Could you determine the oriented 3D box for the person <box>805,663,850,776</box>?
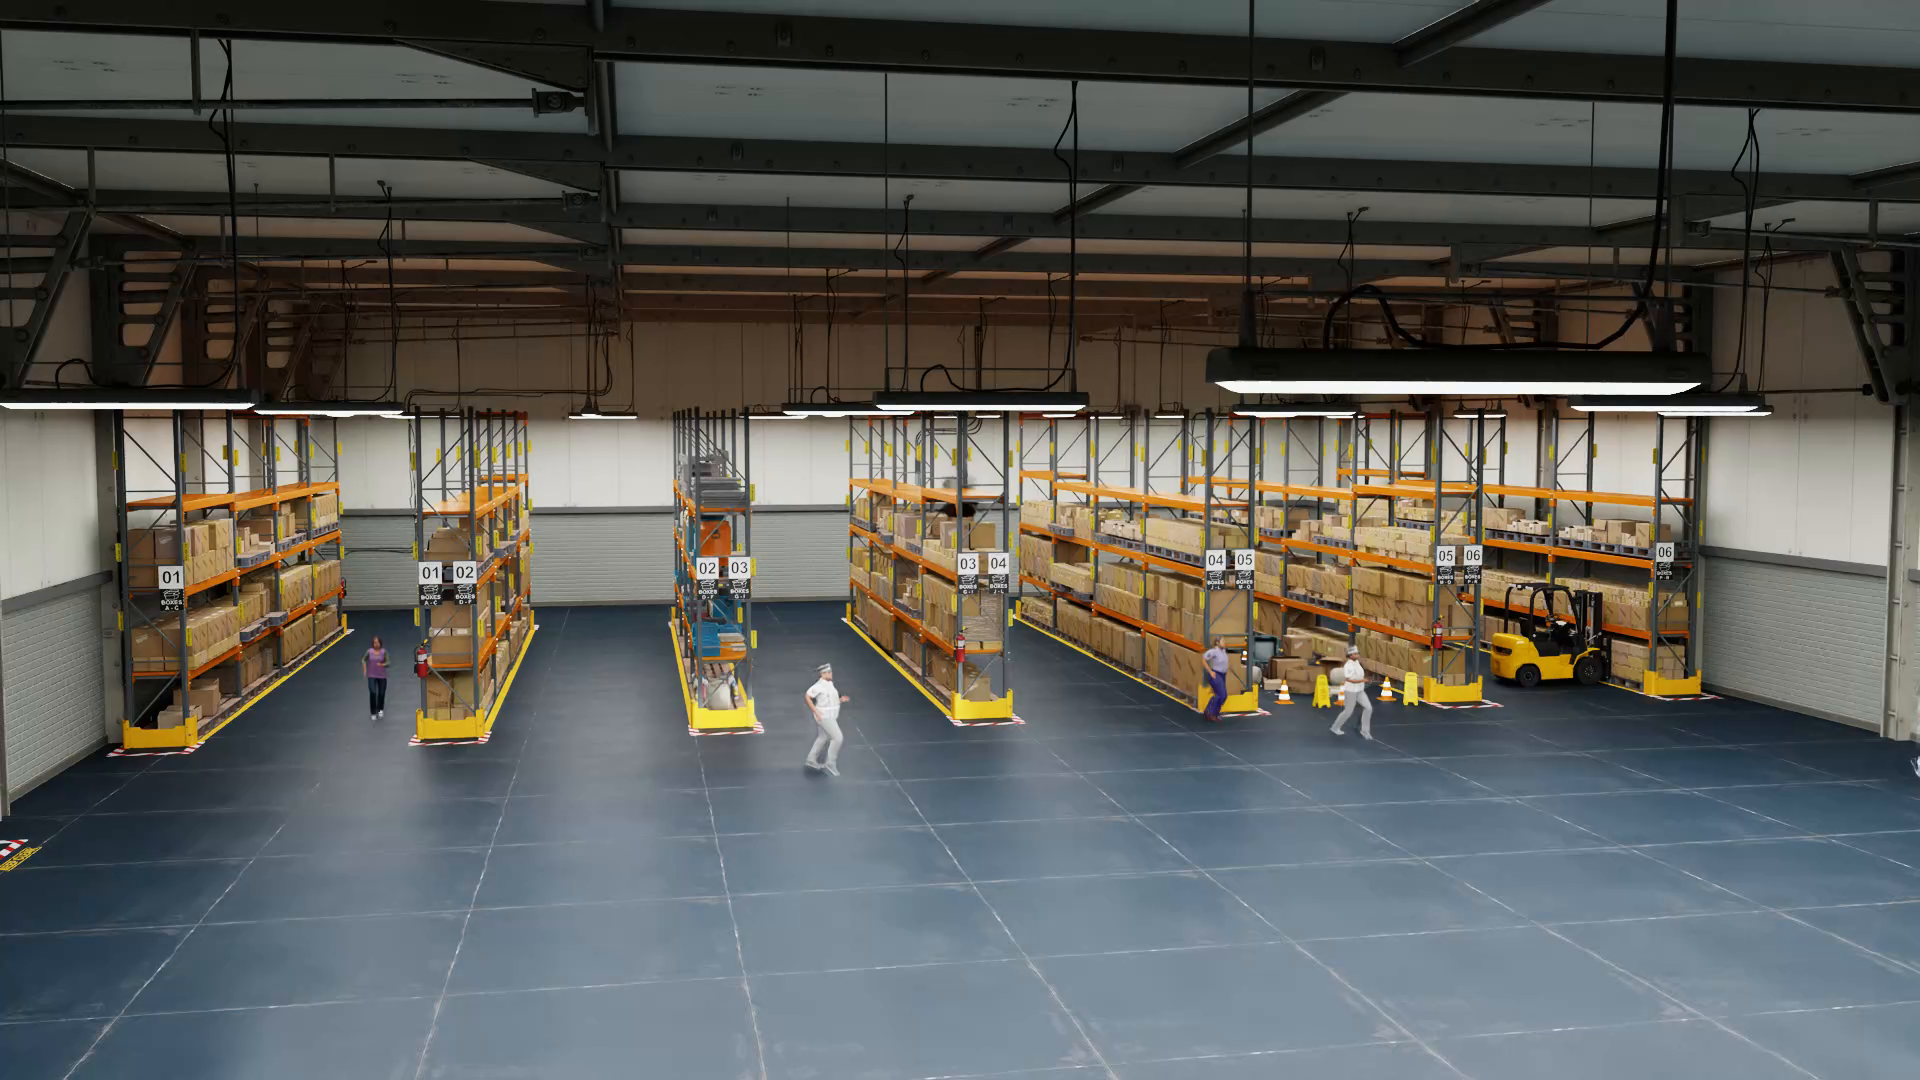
[{"bbox_3d":[-2.171,2.923,27.078,0.768,1.850,0.631,1,4,8],"label":"person"}]

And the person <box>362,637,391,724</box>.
[{"bbox_3d":[-11.147,2.664,31.771,0.493,1.644,0.710,-2,4,-22],"label":"person"}]

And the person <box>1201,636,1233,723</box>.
[{"bbox_3d":[4.918,2.678,31.722,0.615,1.696,0.588,3,5,33],"label":"person"}]

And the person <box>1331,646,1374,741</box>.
[{"bbox_3d":[7.115,2.760,30.069,0.779,1.736,0.582,4,6,43],"label":"person"}]
